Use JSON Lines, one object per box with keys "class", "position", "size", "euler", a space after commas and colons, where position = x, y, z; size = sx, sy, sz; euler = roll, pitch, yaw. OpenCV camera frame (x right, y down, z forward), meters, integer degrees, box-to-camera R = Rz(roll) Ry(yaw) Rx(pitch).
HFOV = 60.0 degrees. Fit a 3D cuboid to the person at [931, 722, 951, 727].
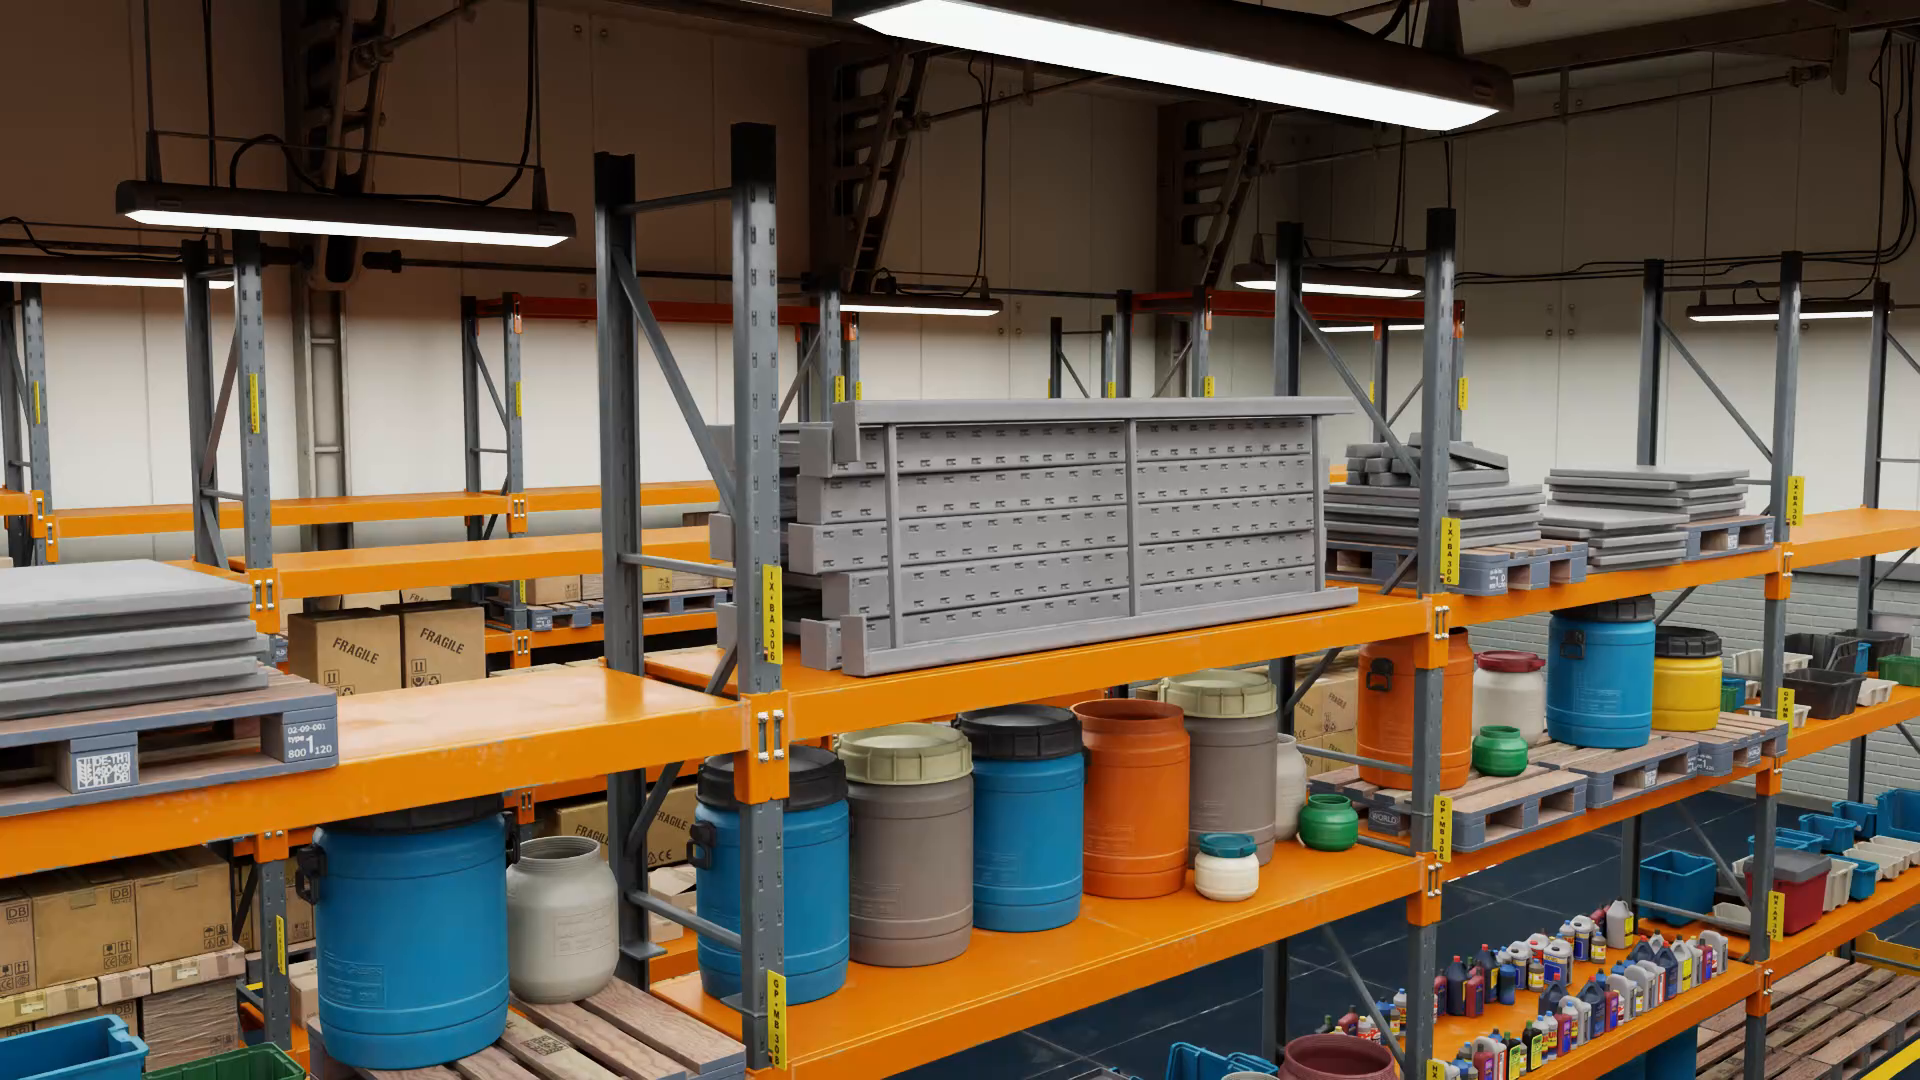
{"class": "person", "position": [-0.202, 2.708, 17.247], "size": [0.400, 1.661, 0.525], "euler": [4, 6, 33]}
